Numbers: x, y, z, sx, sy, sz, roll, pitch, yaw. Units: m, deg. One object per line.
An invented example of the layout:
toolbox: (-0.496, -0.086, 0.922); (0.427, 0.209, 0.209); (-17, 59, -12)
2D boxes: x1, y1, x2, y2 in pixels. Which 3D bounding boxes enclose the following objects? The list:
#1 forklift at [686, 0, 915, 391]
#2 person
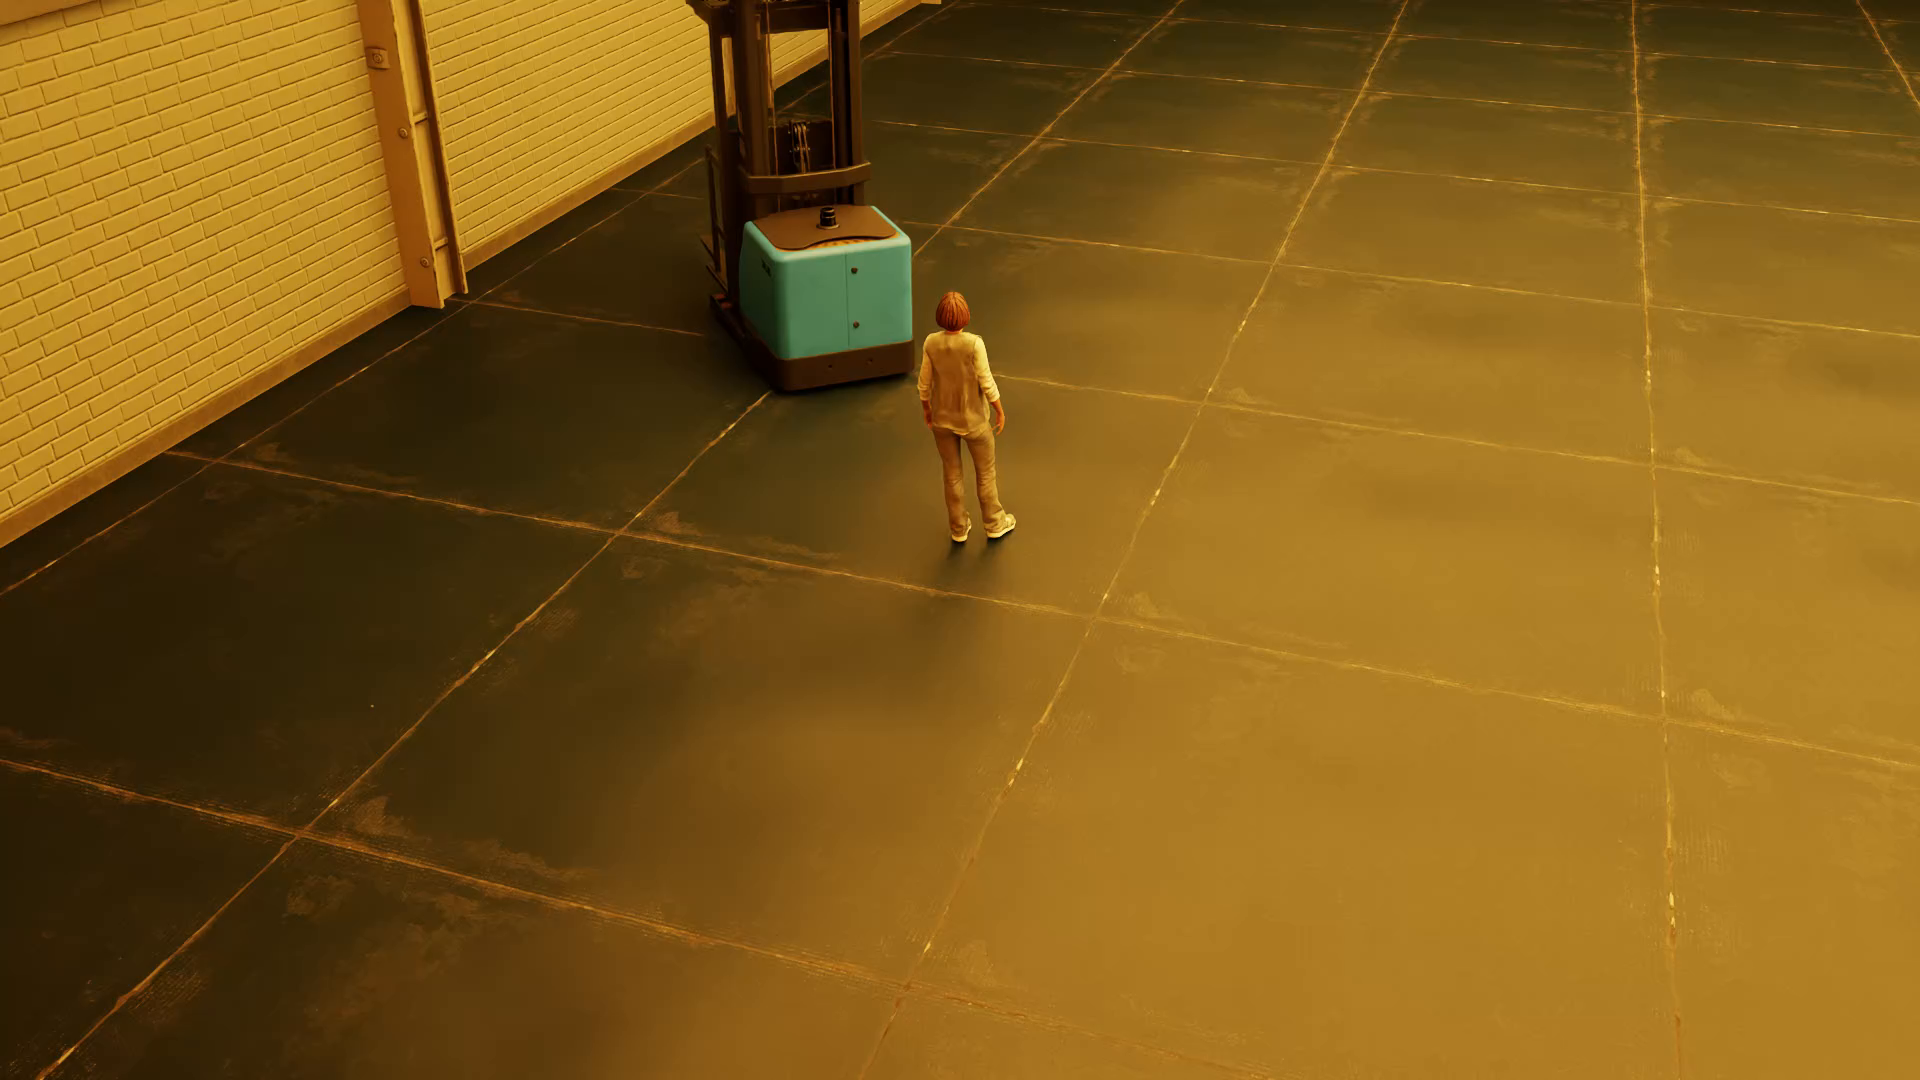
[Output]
forklift: (-1.346, -3.046, 12.480); (1.130, 2.935, 3.031); (-11, 32, -19)
person: (0.037, -0.733, 9.755); (0.521, 1.599, 0.473); (10, 31, 16)
